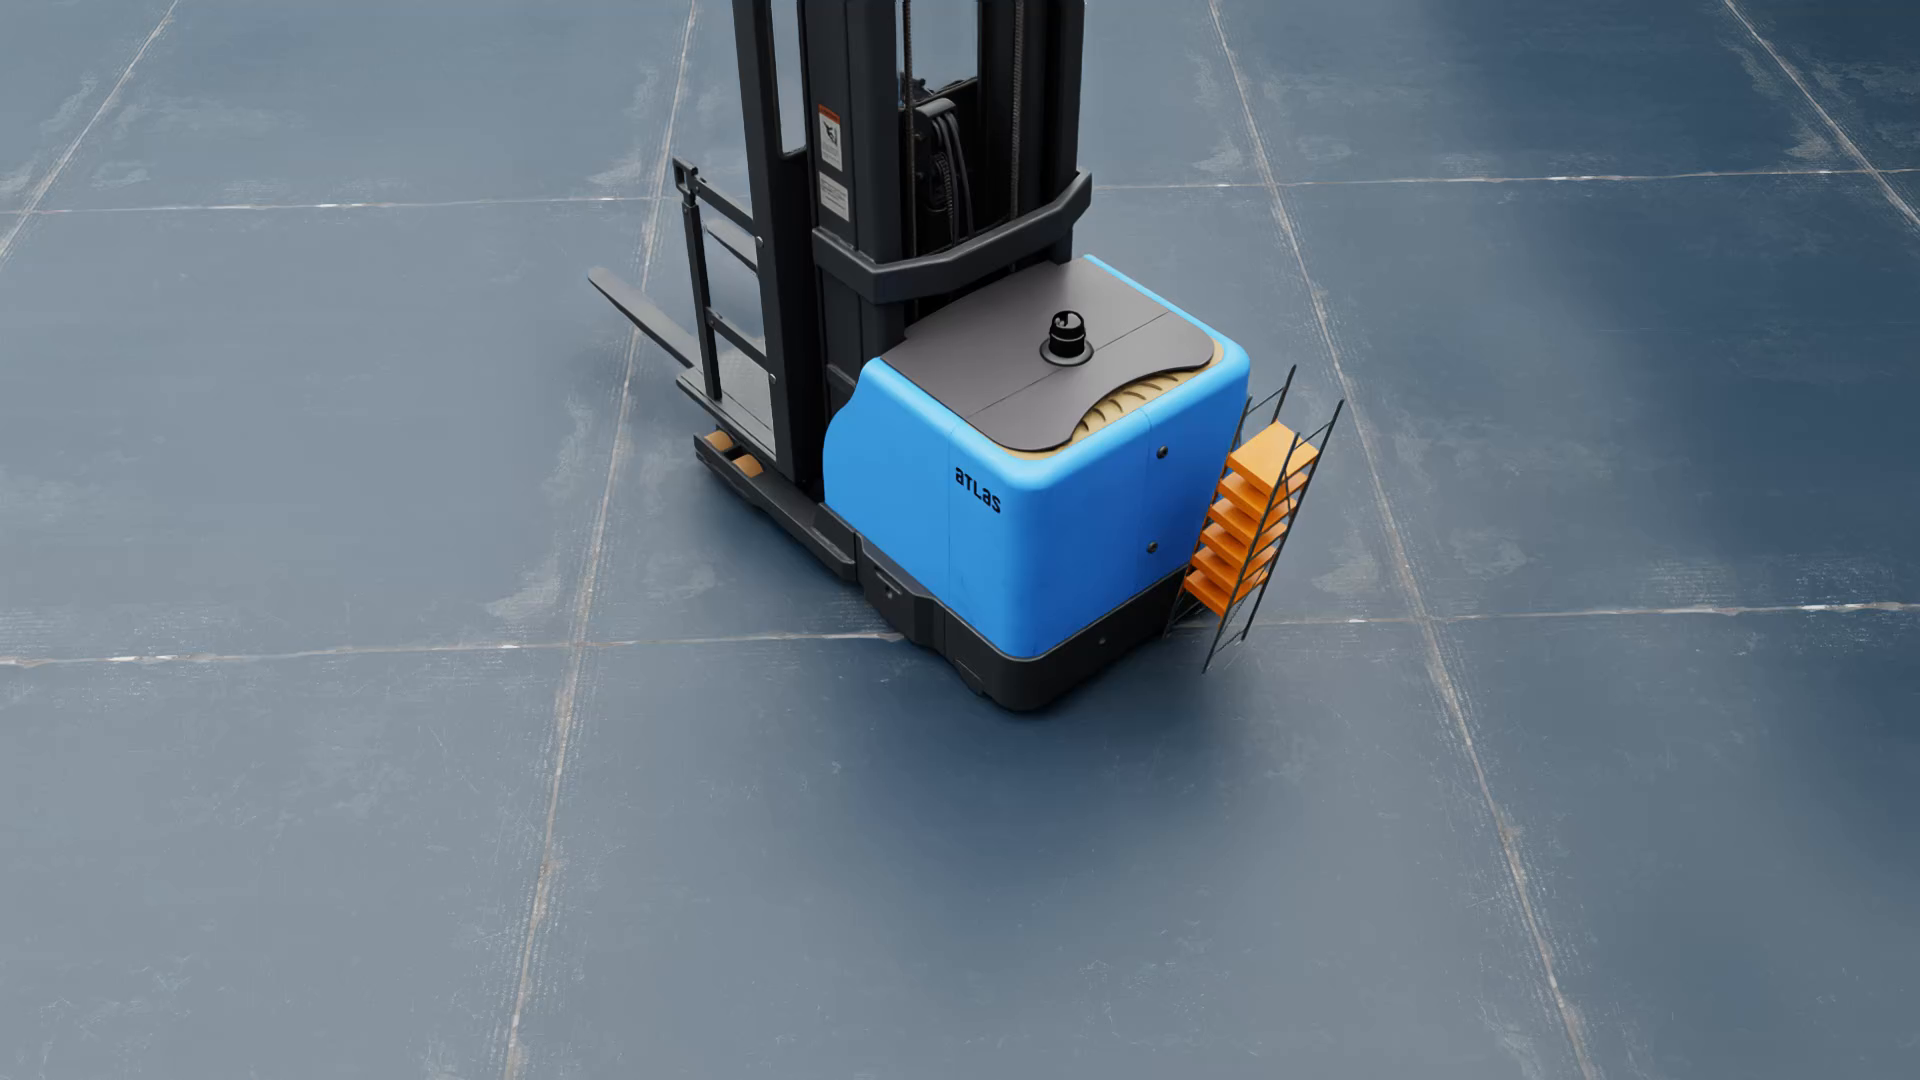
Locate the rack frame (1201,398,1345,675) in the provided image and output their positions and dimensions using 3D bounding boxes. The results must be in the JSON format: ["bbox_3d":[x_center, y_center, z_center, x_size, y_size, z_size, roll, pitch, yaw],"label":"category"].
[{"bbox_3d":[0.990,0.021,5.351,0.240,1.200,0.006,-34,62,-31],"label":"rack frame"}]

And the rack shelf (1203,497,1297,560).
[{"bbox_3d":[0.935,-0.083,5.331,0.258,0.103,0.180,-34,62,-31],"label":"rack shelf"}]

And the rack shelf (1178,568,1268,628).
[{"bbox_3d":[0.891,0.149,5.602,0.258,0.103,0.180,-34,62,-31],"label":"rack shelf"}]

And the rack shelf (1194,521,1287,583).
[{"bbox_3d":[0.921,-0.005,5.421,0.258,0.103,0.180,-34,62,-31],"label":"rack shelf"}]

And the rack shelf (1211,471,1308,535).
[{"bbox_3d":[0.950,-0.160,5.240,0.258,0.103,0.180,-34,62,-31],"label":"rack shelf"}]

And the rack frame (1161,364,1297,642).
[{"bbox_3d":[0.862,-0.088,5.424,0.240,1.200,0.006,-34,62,-31],"label":"rack frame"}]

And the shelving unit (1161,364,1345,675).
[{"bbox_3d":[0.926,-0.034,5.388,0.258,1.200,0.189,-34,62,-31],"label":"shelving unit"}]

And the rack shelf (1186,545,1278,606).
[{"bbox_3d":[0.906,0.072,5.512,0.258,0.103,0.180,-34,62,-31],"label":"rack shelf"}]

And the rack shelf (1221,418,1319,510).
[{"bbox_3d":[0.964,-0.237,5.149,0.258,0.103,0.180,-34,62,-31],"label":"rack shelf"}]

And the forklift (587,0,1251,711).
[{"bbox_3d":[-0.383,-1.440,5.652,1.130,2.935,3.031,-30,50,-28],"label":"forklift"}]
